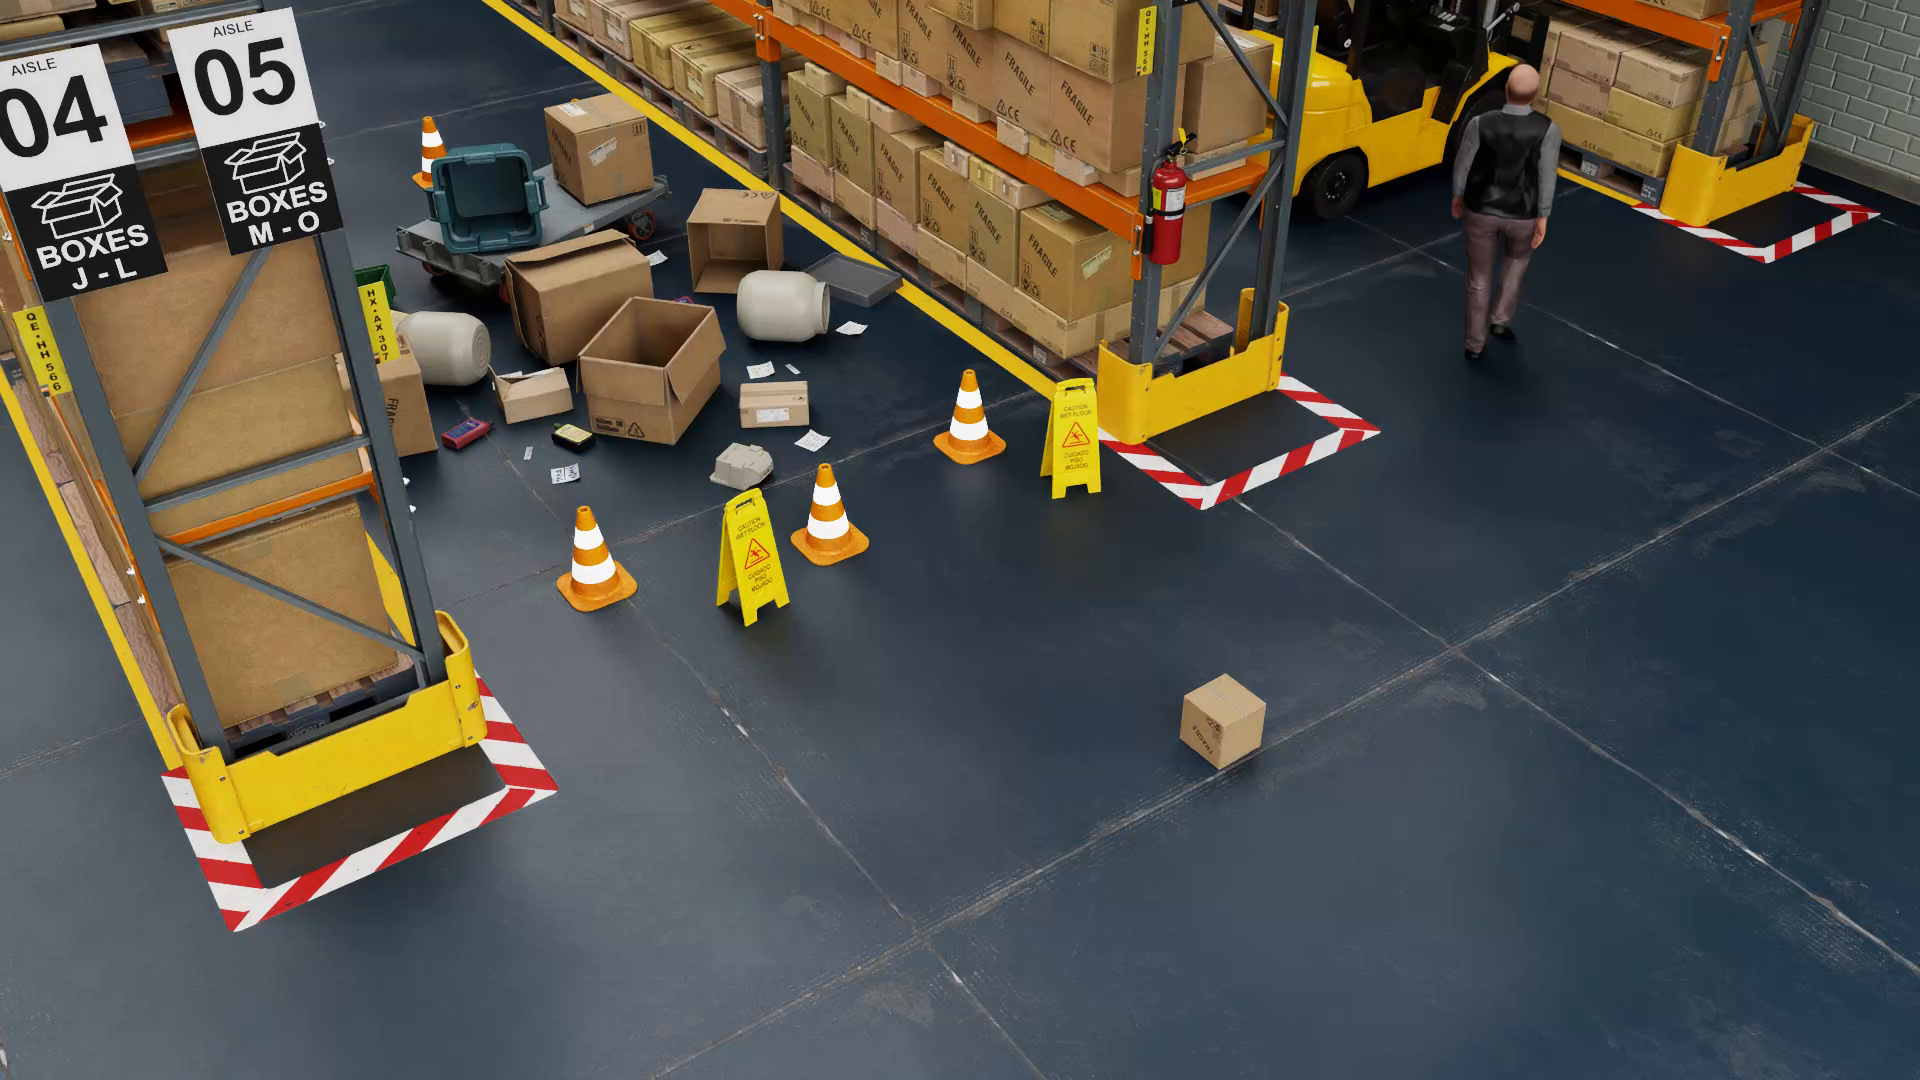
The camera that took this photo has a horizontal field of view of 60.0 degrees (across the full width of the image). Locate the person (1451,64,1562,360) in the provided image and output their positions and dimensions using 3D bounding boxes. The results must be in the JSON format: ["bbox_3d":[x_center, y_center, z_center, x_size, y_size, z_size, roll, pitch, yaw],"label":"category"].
[{"bbox_3d":[3.089,-1.867,9.586,0.570,1.770,0.551,10,37,14],"label":"person"}]
